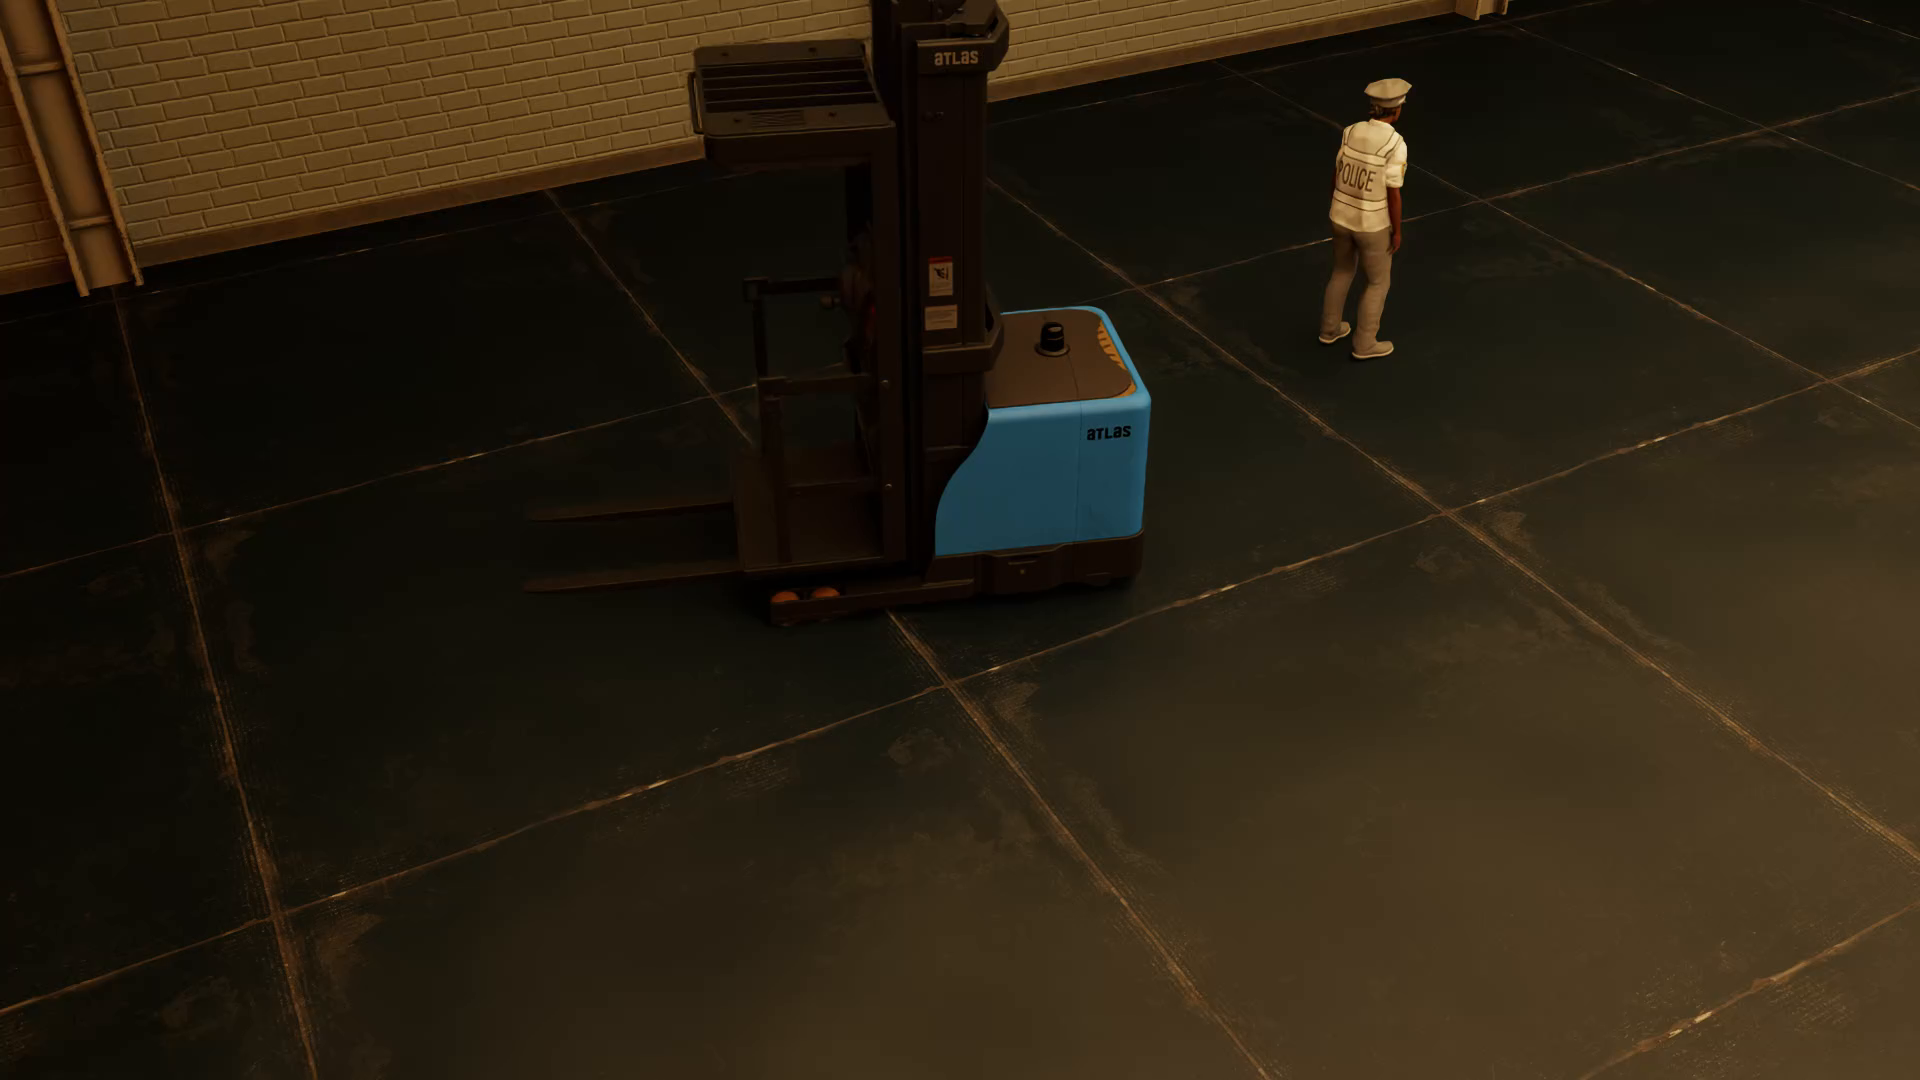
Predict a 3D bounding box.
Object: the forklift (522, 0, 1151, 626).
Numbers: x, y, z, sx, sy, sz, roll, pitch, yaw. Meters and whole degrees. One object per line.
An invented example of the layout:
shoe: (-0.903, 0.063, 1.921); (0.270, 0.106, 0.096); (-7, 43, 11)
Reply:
forklift: (-0.655, -1.111, 7.694); (3.031, 2.935, 1.130); (-6, 36, -8)

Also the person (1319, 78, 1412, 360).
person: (2.419, -1.890, 9.905); (0.395, 1.657, 0.507); (-27, 43, -33)
